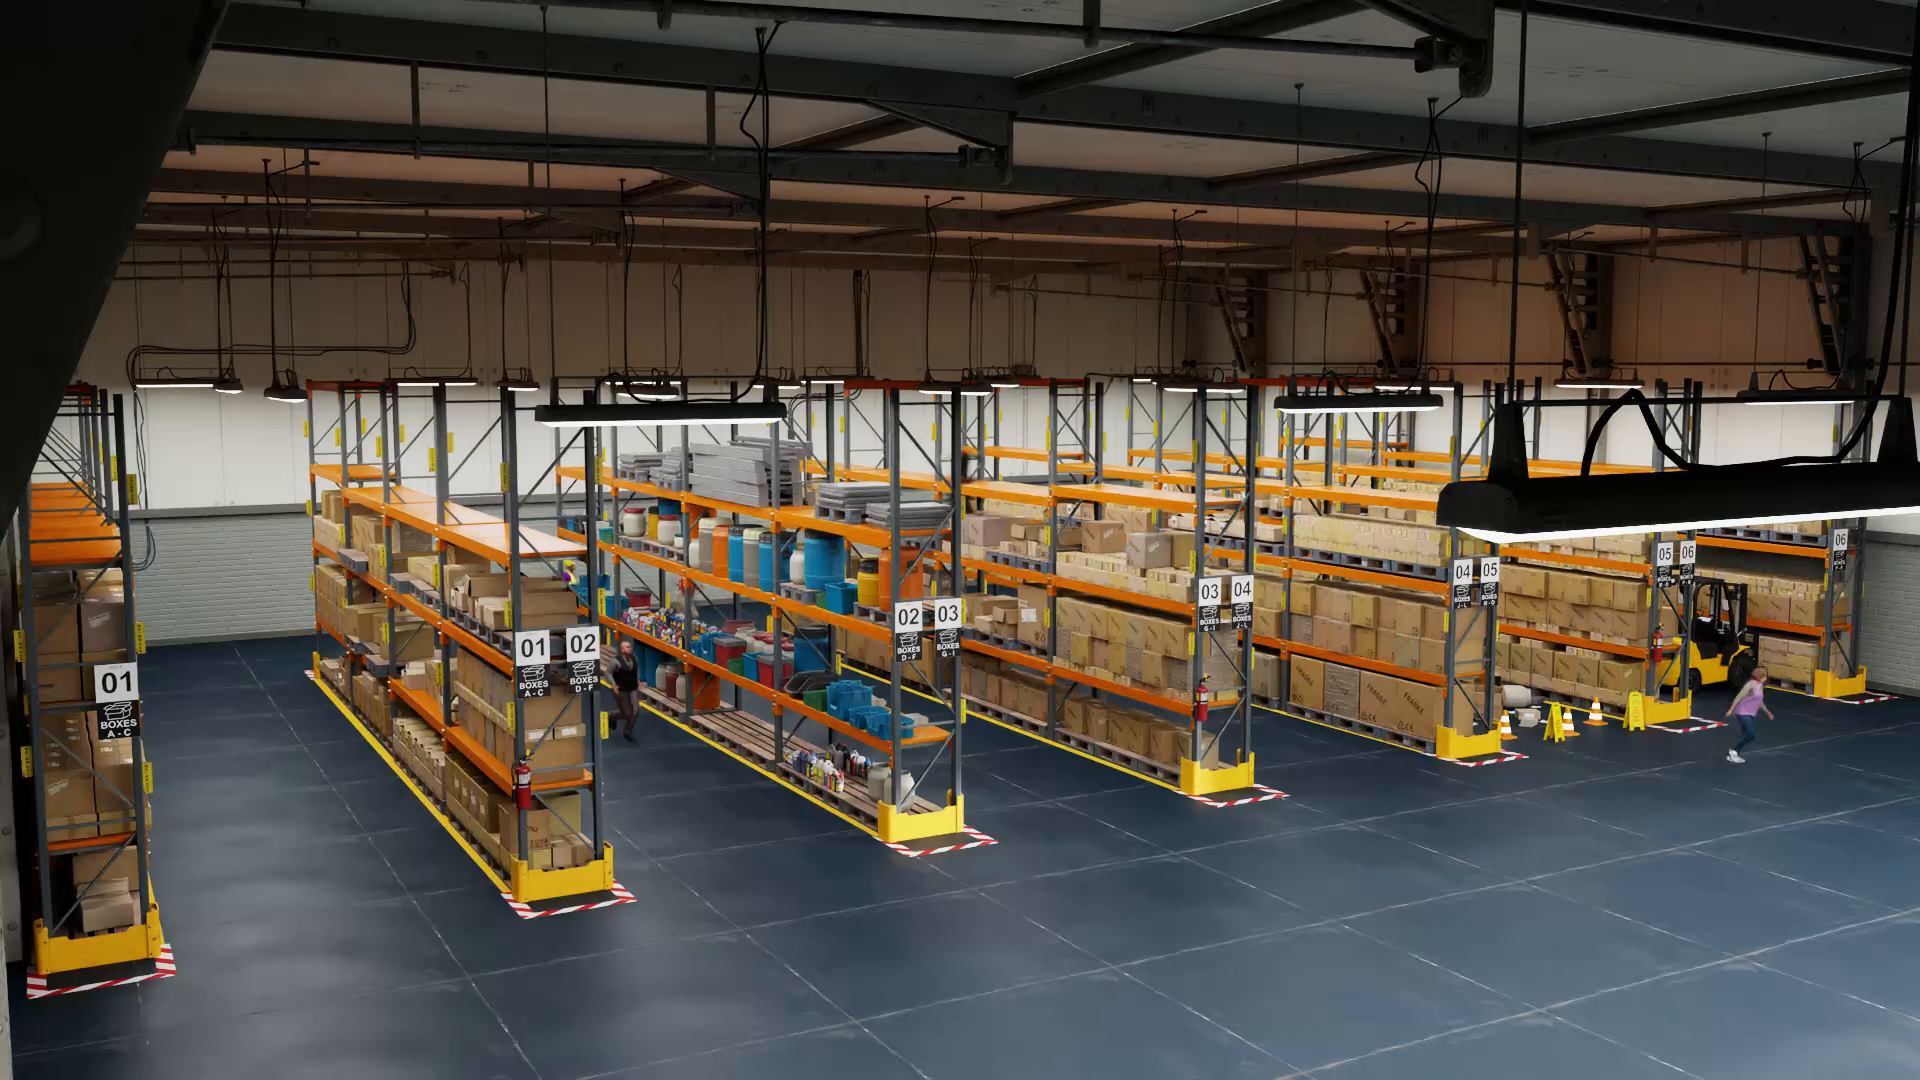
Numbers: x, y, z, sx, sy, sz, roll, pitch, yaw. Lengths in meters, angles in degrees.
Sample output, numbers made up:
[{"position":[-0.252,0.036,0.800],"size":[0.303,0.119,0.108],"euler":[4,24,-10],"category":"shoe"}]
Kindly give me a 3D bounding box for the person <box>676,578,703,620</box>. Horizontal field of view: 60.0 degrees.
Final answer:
[{"position":[-6.382,1.435,38.454],"size":[0.893,1.668,0.655],"euler":[-2,6,-16],"category":"person"}]

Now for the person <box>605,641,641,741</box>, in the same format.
[{"position":[-5.682,2.532,28.082],"size":[0.674,1.677,0.622],"euler":[-5,8,-42],"category":"person"}]

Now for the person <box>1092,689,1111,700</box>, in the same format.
[{"position":[2.739,2.332,30.276],"size":[0.716,1.550,1.075],"euler":[-3,7,-25],"category":"person"}]

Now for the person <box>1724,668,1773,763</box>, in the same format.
[{"position":[12.469,2.772,26.280],"size":[0.606,1.545,0.543],"euler":[6,9,44],"category":"person"}]

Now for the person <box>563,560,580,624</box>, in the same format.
[{"position":[-9.230,1.331,38.872],"size":[0.957,1.763,0.659],"euler":[-1,6,-13],"category":"person"}]
